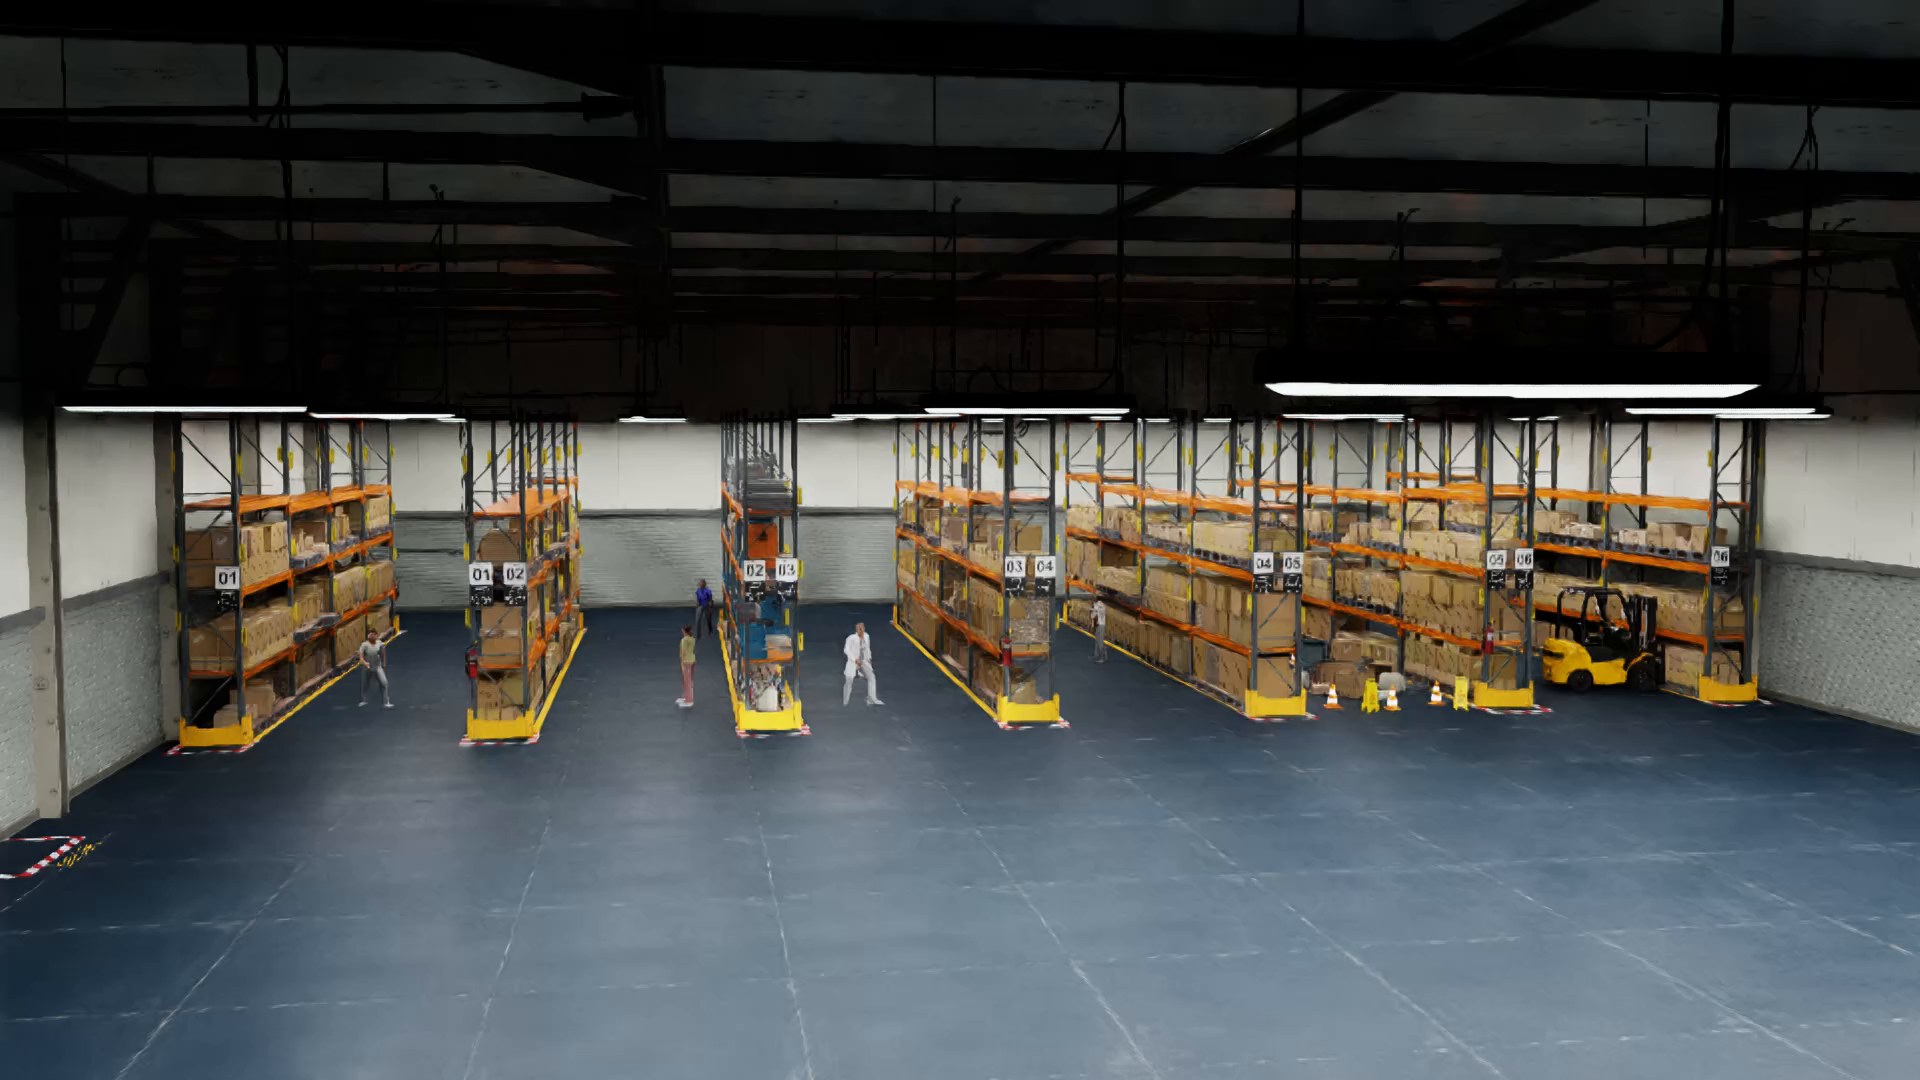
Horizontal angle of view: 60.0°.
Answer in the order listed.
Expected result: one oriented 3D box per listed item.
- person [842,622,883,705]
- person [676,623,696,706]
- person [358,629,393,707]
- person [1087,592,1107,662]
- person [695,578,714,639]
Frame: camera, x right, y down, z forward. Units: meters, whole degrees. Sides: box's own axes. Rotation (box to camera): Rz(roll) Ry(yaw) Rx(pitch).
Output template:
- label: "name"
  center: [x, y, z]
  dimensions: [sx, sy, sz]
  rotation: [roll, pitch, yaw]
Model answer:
- label: "person"
  center: [-2.062, 2.504, 33.710]
  dimensions: [0.726, 1.719, 0.857]
  rotation: [-2, 5, -29]
- label: "person"
  center: [-5.582, 2.518, 33.785]
  dimensions: [0.477, 1.675, 0.493]
  rotation: [2, 4, 22]
- label: "person"
  center: [-11.836, 2.572, 33.576]
  dimensions: [0.609, 1.598, 0.814]
  rotation: [-2, 4, -26]
- label: "person"
  center: [3.315, 2.082, 40.082]
  dimensions: [0.549, 1.665, 0.573]
  rotation: [1, 4, 19]
- label: "person"
  center: [-6.817, 1.817, 44.416]
  dimensions: [0.470, 1.600, 0.908]
  rotation: [0, 4, 6]
